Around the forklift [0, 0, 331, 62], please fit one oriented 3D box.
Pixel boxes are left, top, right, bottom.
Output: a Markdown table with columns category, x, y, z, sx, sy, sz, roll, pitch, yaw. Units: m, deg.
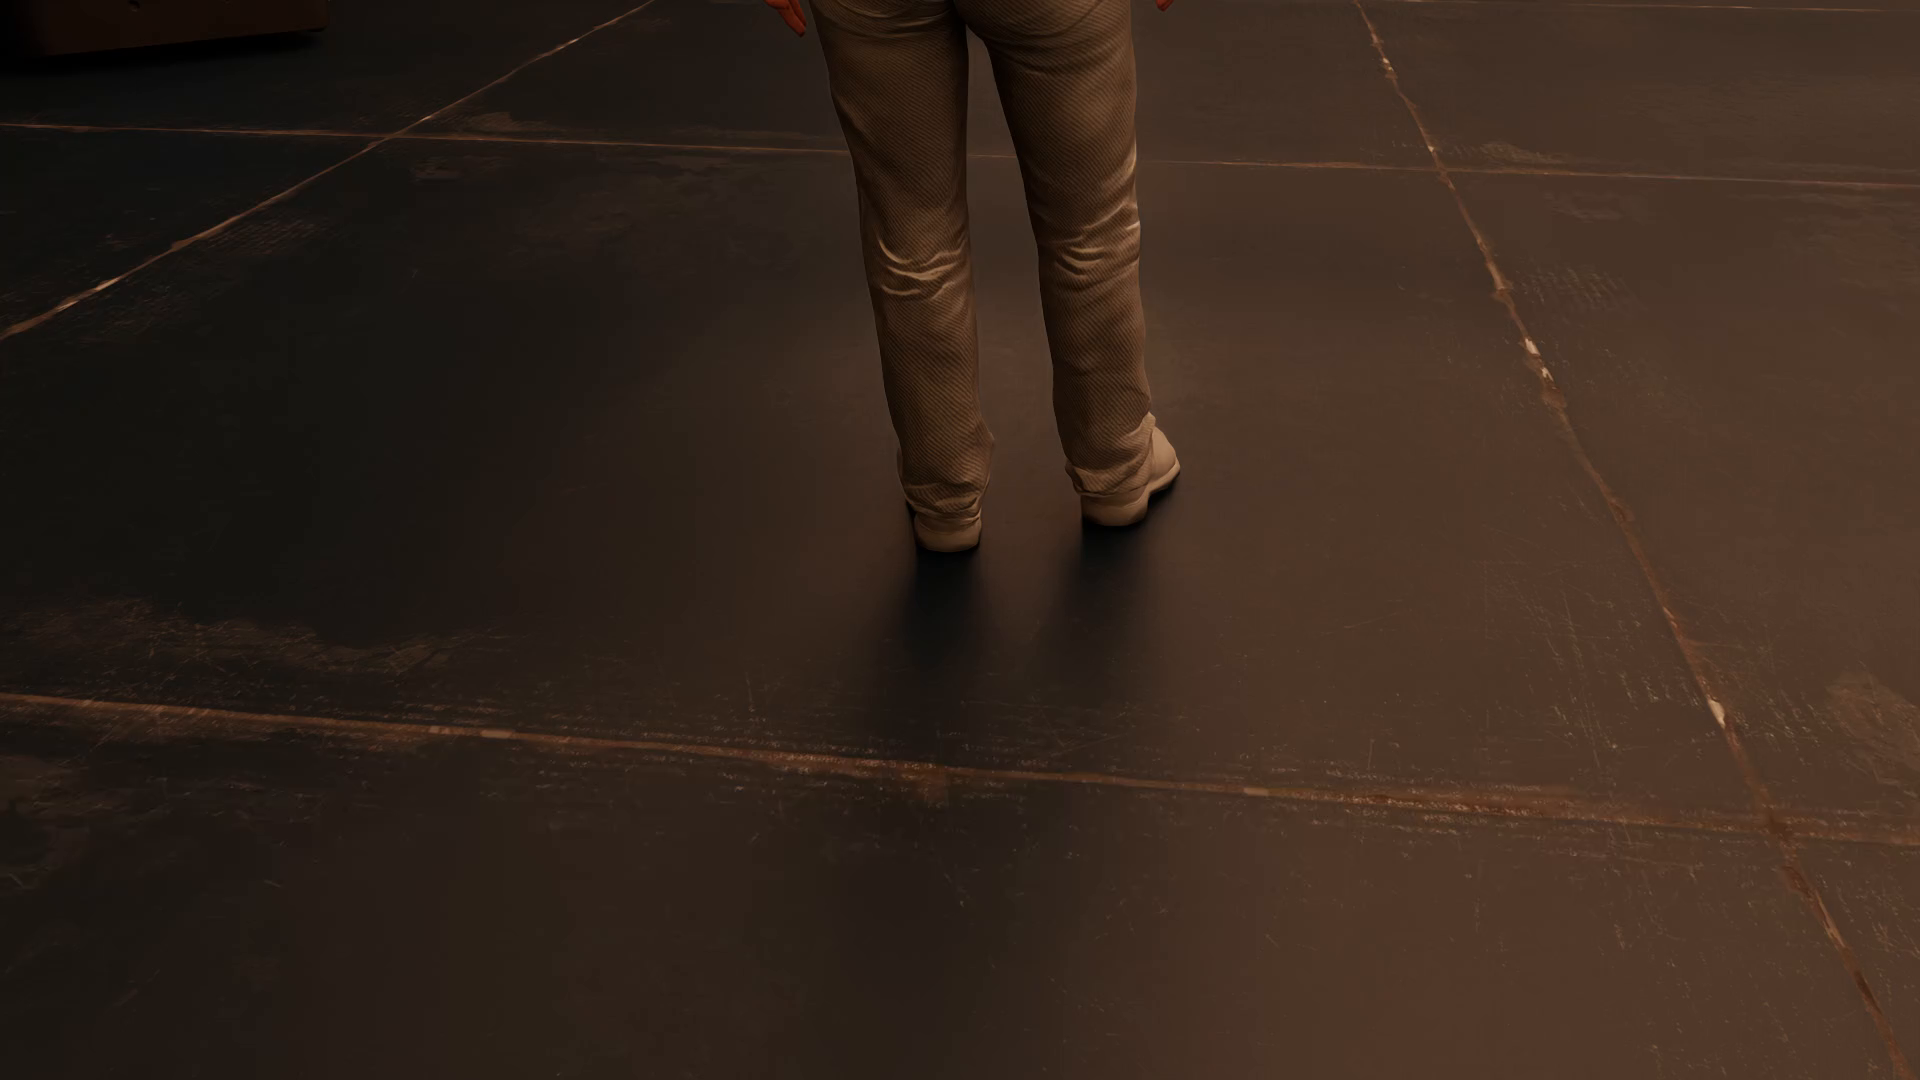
| category | x | y | z | sx | sy | sz | roll | pitch | yaw |
| --- | --- | --- | --- | --- | --- | --- | --- | --- | --- |
| forklift | -3.616 | -3.541 | 6.315 | 1.130 | 2.935 | 3.031 | -18 | 32 | -32 |

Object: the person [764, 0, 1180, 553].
| category | x | y | z | sx | sy | sz | roll | pitch | yaw |
| --- | --- | --- | --- | --- | --- | --- | --- | --- | --- |
| person | 0.015 | -0.826 | 2.157 | 0.634 | 1.770 | 0.566 | 3 | 27 | 7 |
